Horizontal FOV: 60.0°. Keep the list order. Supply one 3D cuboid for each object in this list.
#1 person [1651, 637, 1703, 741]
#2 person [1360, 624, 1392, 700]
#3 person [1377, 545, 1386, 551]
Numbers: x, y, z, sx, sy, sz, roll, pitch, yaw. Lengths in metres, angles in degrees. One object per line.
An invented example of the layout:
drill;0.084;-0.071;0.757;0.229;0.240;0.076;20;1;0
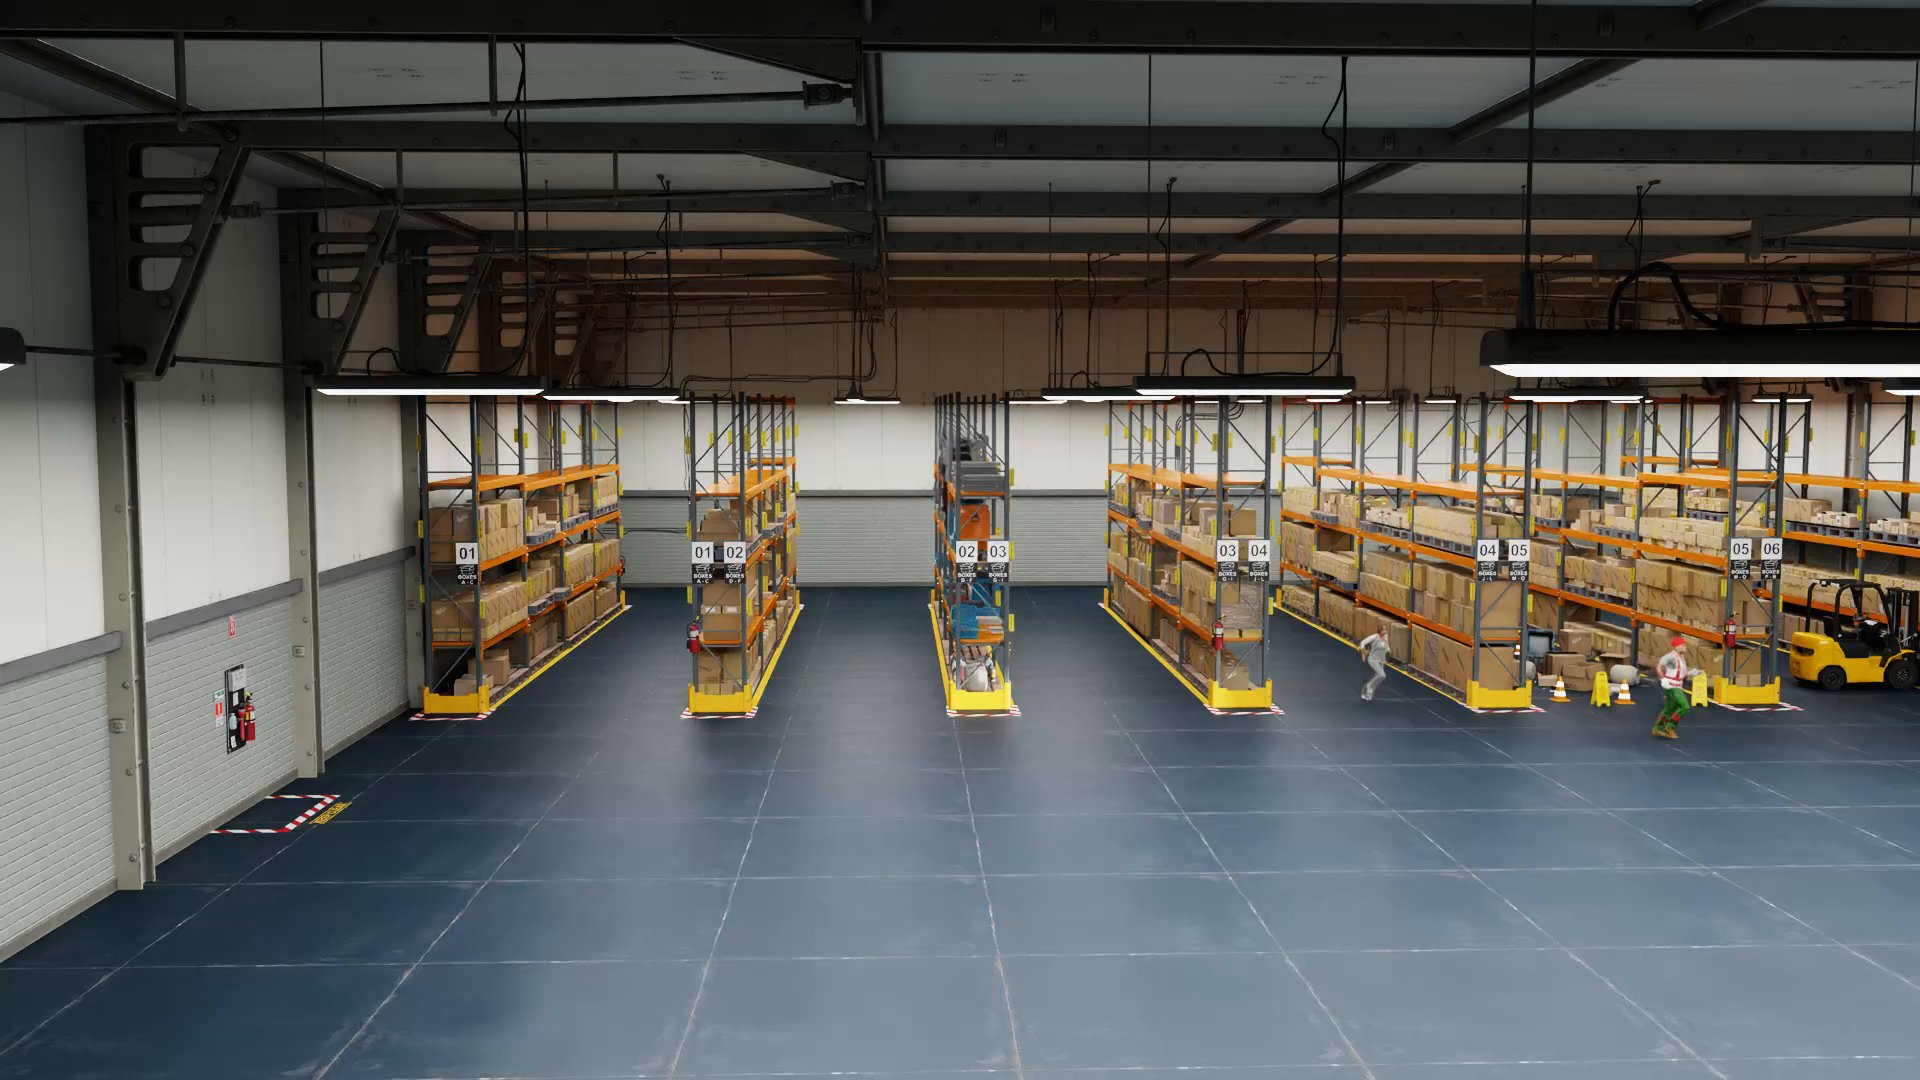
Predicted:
person;12.292;2.561;28.563;0.768;1.794;0.656;4;6;38
person;8.049;2.358;32.127;0.489;1.510;0.732;-3;5;-33
person;12.538;0.979;48.879;0.911;1.690;0.616;0;5;-6
